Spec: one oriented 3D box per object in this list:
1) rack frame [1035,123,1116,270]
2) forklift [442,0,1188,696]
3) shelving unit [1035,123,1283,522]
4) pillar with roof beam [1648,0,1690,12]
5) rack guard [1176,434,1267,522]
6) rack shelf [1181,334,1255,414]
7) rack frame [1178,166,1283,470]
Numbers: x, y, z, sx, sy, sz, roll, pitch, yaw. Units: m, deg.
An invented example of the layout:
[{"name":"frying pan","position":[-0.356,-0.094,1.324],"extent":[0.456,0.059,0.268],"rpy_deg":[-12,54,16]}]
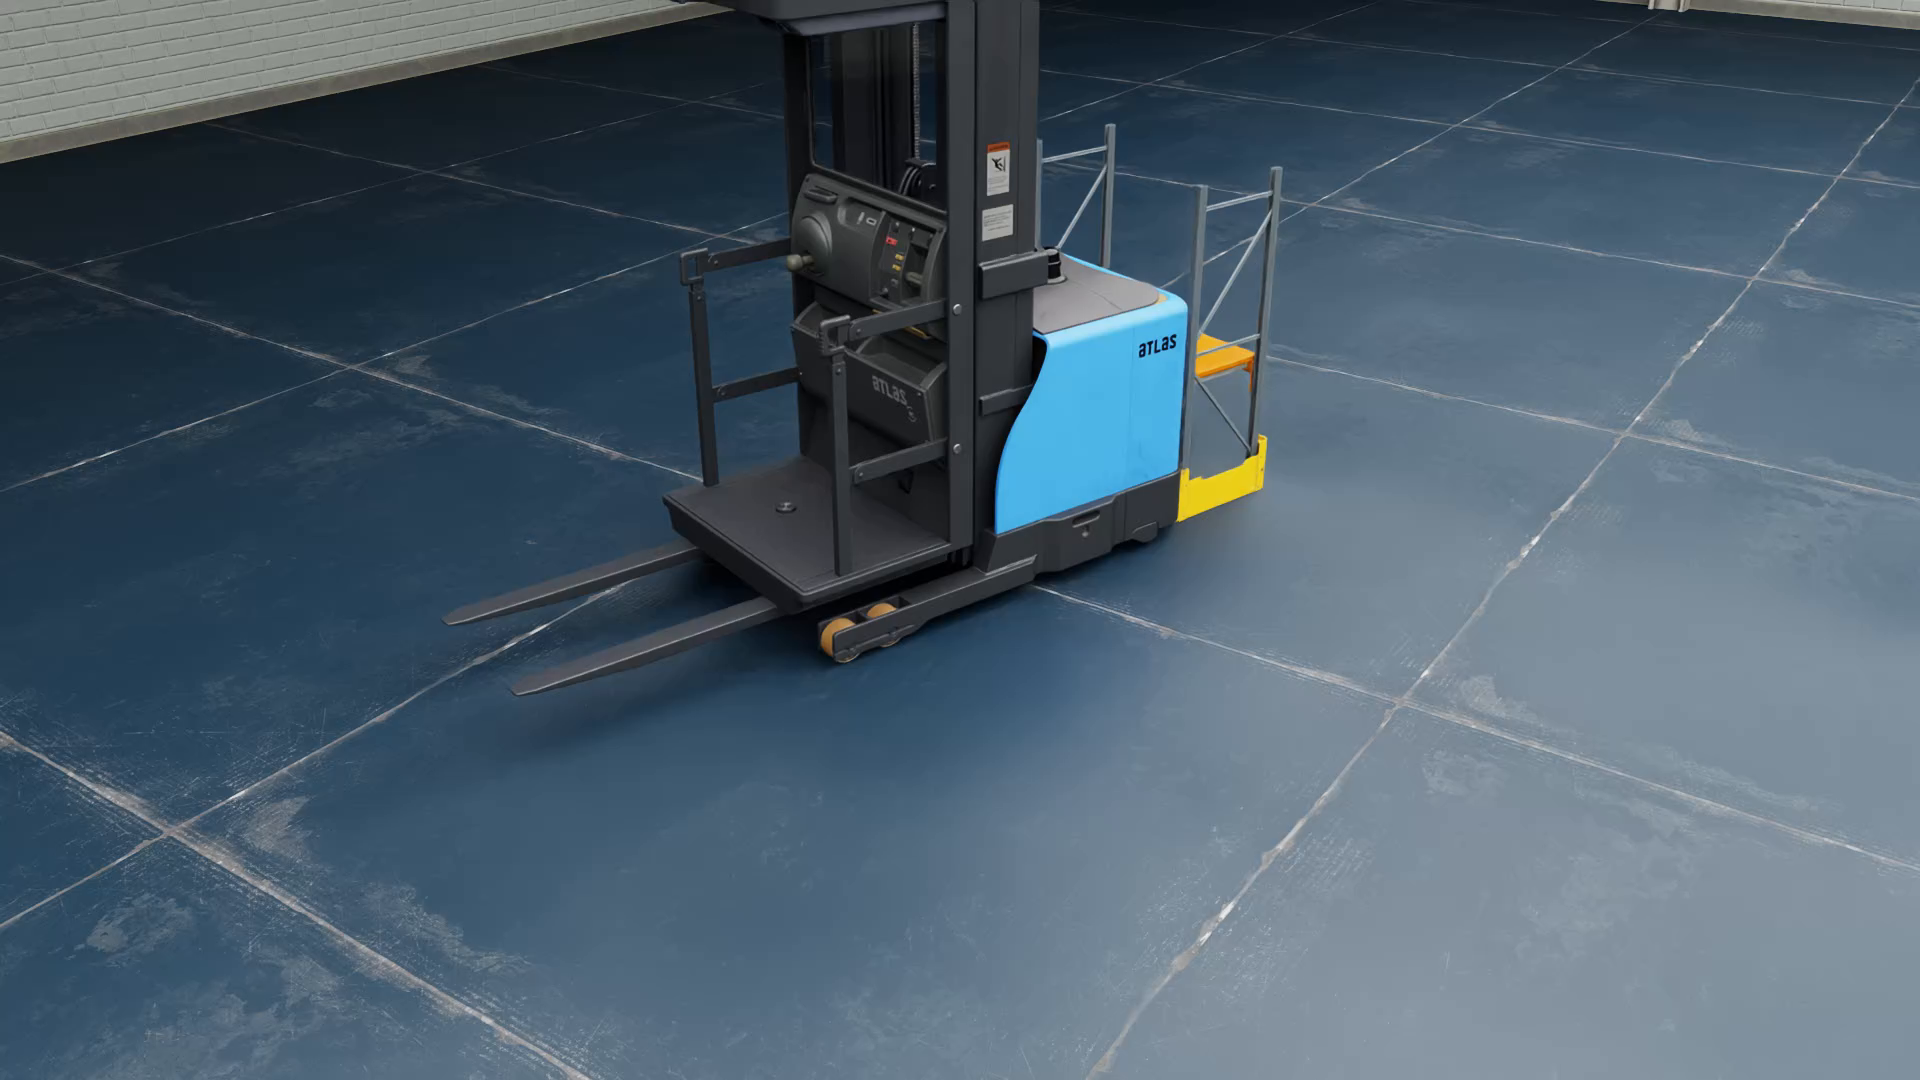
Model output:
[{"name":"rack frame","position":[0.521,-1.200,7.954],"extent":[0.500,1.500,0.032],"rpy_deg":[-20,33,-34]},{"name":"forklift","position":[-0.524,-1.110,6.200],"extent":[3.031,2.935,1.130],"rpy_deg":[-19,33,-33]},{"name":"shelving unit","position":[0.848,-1.018,7.596],"extent":[0.587,1.500,1.083],"rpy_deg":[-20,33,-34]},{"name":"pillar with roof beam","position":[5.863,-8.625,14.277],"extent":[0.400,9.000,9.100],"rpy_deg":[17,32,30]},{"name":"rack guard","position":[1.161,-0.286,7.534],"extent":[0.587,0.250,0.087],"rpy_deg":[-20,33,-34]},{"name":"rack shelf","position":[0.842,-0.861,7.684],"extent":[0.538,0.185,1.000],"rpy_deg":[-20,33,-34]},{"name":"rack frame","position":[1.163,-0.842,7.251],"extent":[0.500,1.500,0.032],"rpy_deg":[-20,33,-34]}]
